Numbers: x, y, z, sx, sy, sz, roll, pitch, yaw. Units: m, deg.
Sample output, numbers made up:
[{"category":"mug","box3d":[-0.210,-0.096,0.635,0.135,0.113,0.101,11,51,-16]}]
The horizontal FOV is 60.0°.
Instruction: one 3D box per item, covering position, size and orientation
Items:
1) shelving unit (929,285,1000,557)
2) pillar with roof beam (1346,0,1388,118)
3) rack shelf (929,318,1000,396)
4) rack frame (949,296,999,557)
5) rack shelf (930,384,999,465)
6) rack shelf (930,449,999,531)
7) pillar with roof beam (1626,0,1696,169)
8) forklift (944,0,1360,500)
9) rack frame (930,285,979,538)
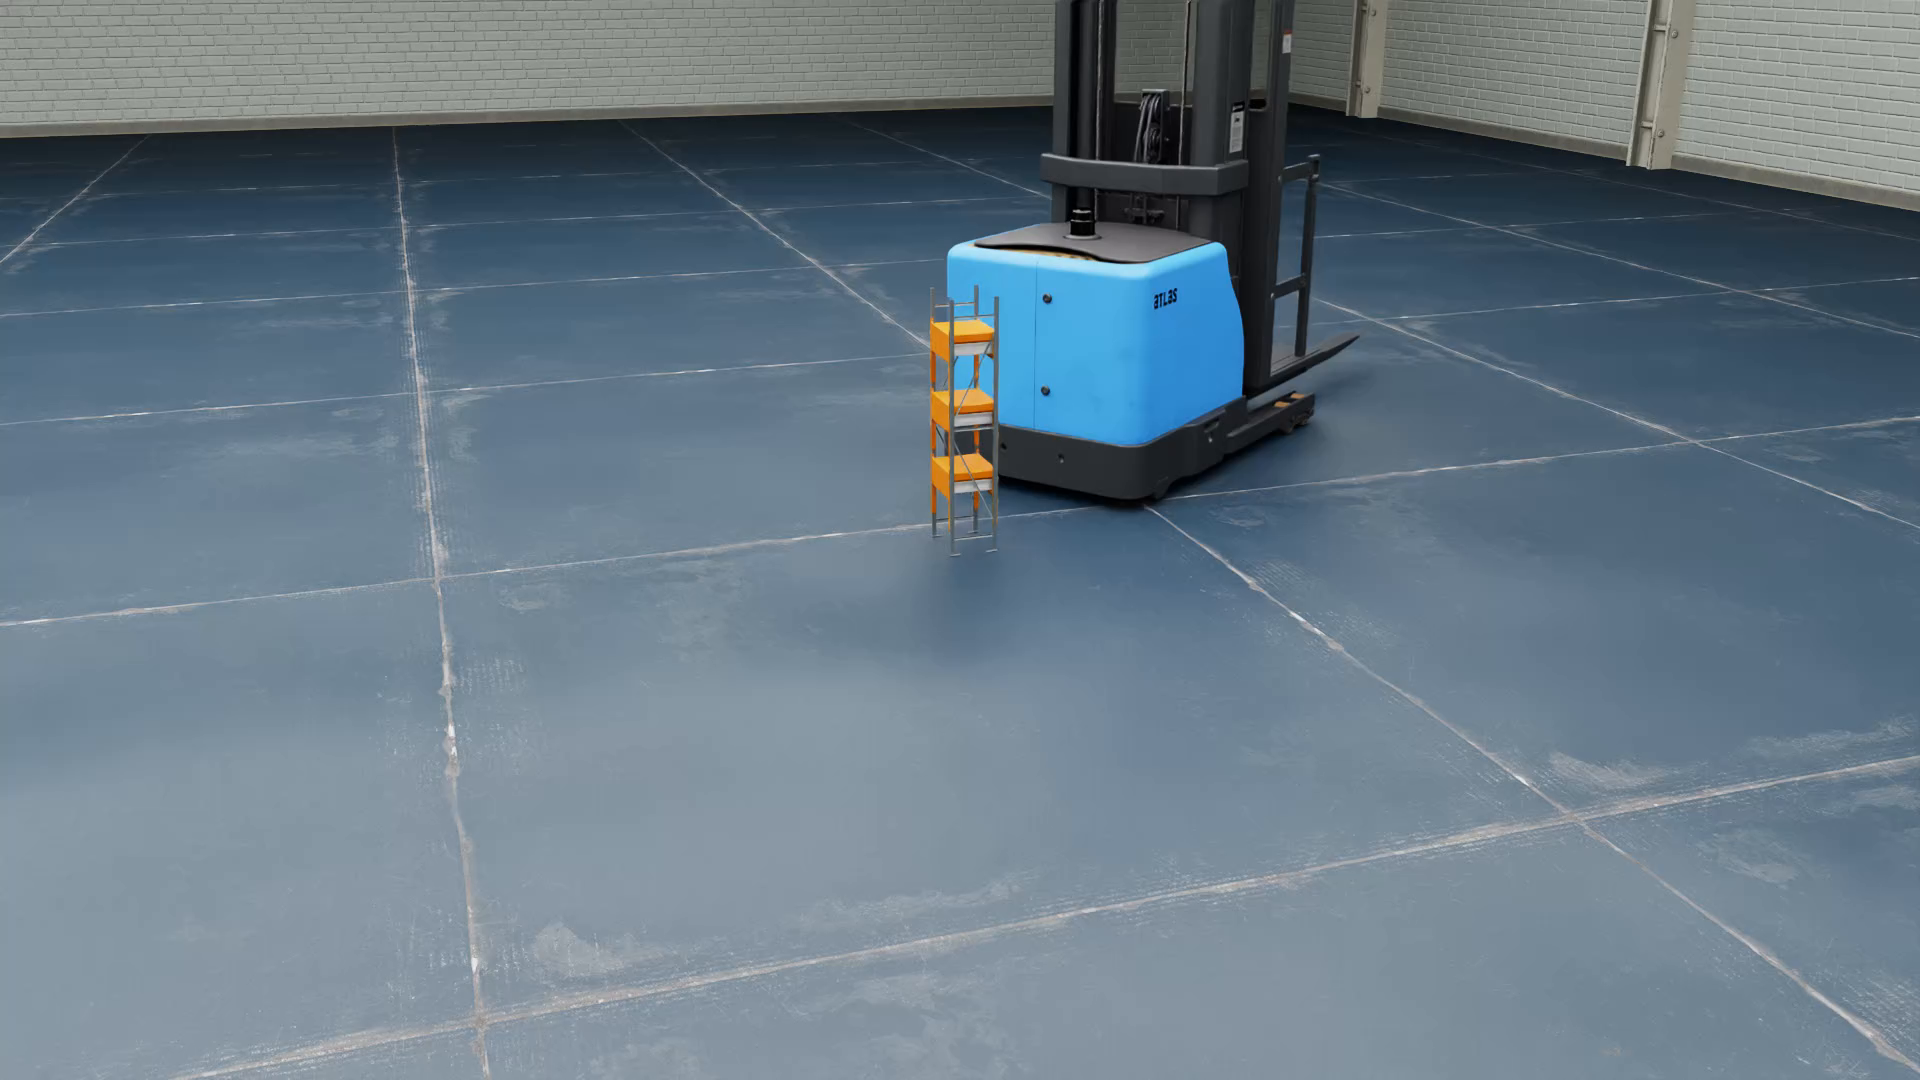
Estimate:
[{"category":"shelving unit","box3d":[0.017,-0.477,6.691,0.215,1.050,0.252,-6,21,-17]},{"category":"pillar with roof beam","box3d":[1.670,-9.843,21.009,9.100,9.000,0.400,-6,21,-17]},{"category":"rack shelf","box3d":[0.017,-0.734,6.599,0.215,0.259,0.240,-6,21,-17]},{"category":"rack frame","box3d":[0.055,-0.438,6.582,0.200,1.050,0.008,-6,21,-17]},{"category":"rack shelf","box3d":[0.017,-0.467,6.695,0.215,0.259,0.240,-6,21,-17]},{"category":"rack shelf","box3d":[0.017,-0.205,6.789,0.215,0.259,0.240,-6,21,-17]},{"category":"pillar with roof beam","box3d":[3.556,-7.918,15.649,9.100,9.000,0.400,-6,21,-17]},{"category":"forklift","box3d":[1.171,-1.994,8.133,1.130,2.935,3.031,13,23,32]},{"category":"rack frame","box3d":[-0.022,-0.516,6.800,0.200,1.050,0.008,-6,21,-17]}]
